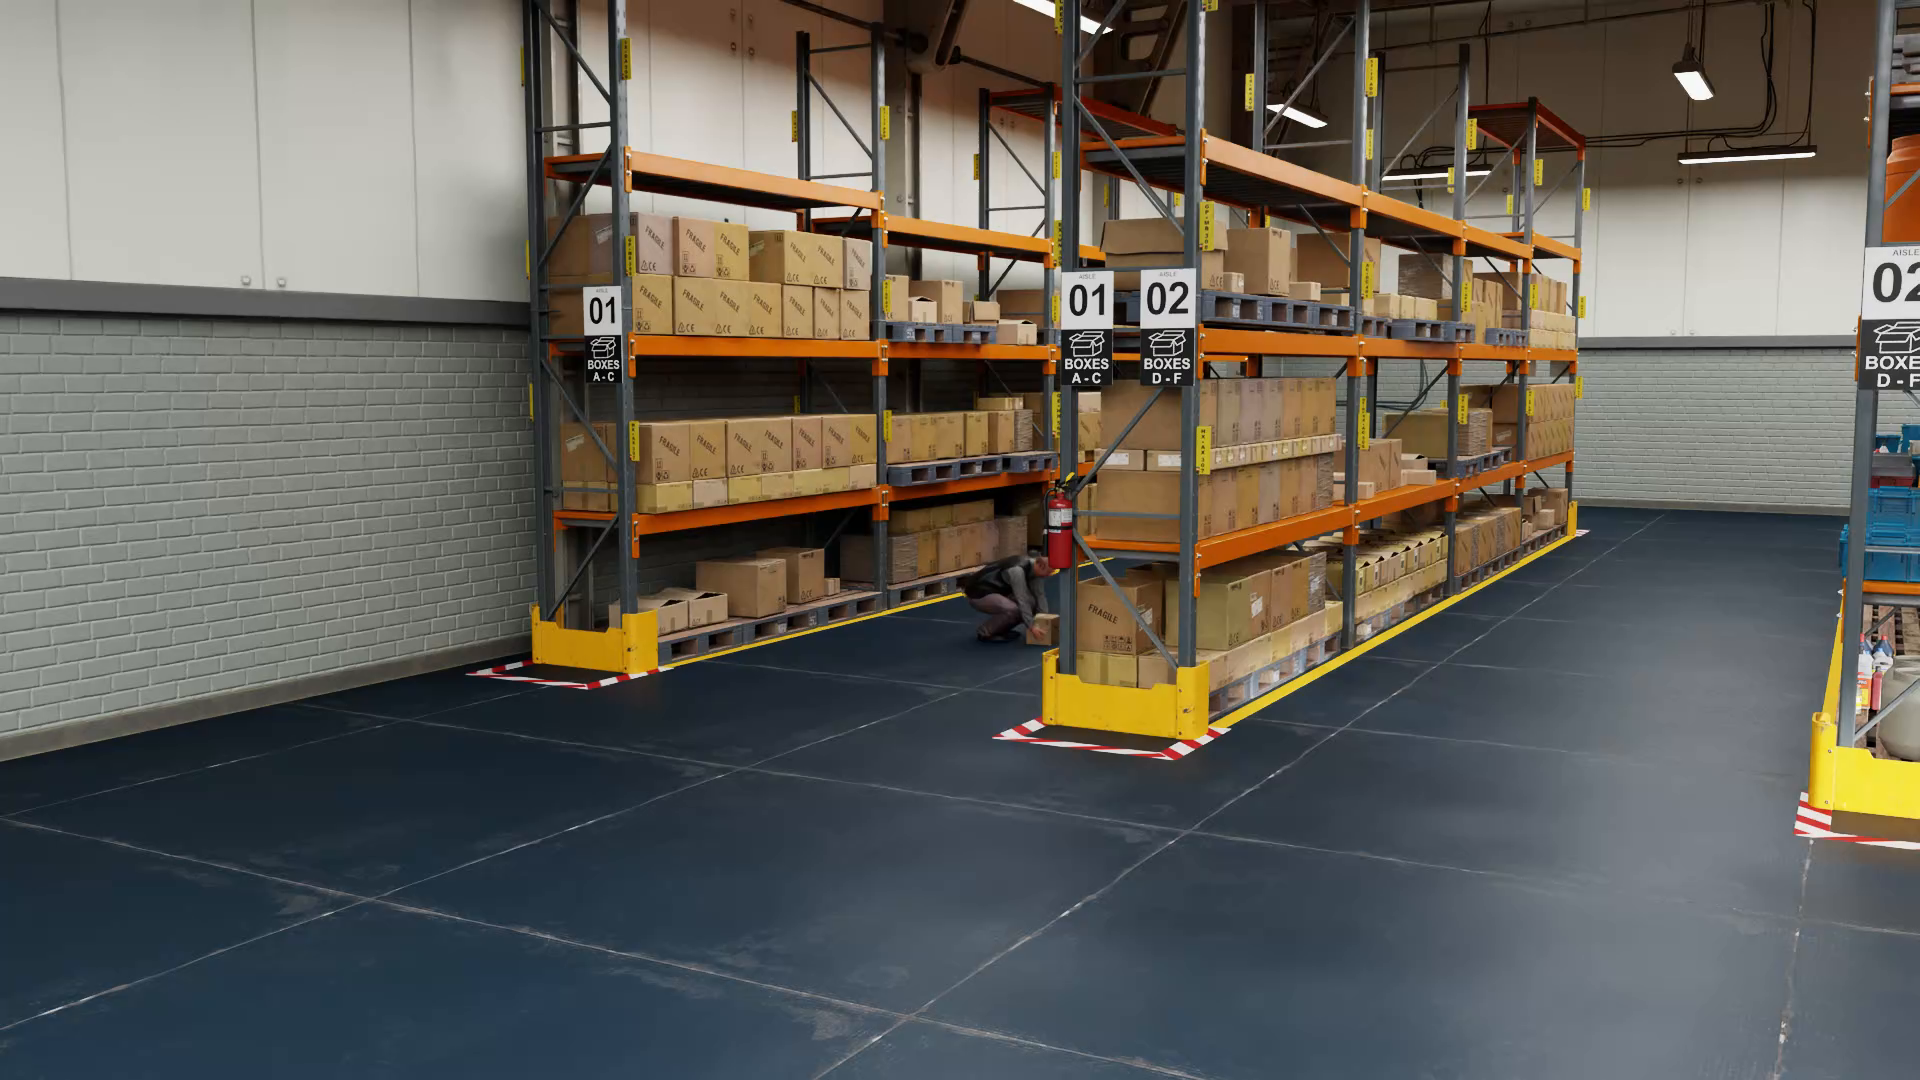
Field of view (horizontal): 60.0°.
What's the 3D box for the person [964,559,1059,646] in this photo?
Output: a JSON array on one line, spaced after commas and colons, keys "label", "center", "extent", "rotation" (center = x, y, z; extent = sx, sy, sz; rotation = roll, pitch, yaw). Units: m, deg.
[{"label": "person", "center": [0.510, 0.584, 15.510], "extent": [0.928, 0.806, 0.513], "rotation": [3, 7, 27]}]
